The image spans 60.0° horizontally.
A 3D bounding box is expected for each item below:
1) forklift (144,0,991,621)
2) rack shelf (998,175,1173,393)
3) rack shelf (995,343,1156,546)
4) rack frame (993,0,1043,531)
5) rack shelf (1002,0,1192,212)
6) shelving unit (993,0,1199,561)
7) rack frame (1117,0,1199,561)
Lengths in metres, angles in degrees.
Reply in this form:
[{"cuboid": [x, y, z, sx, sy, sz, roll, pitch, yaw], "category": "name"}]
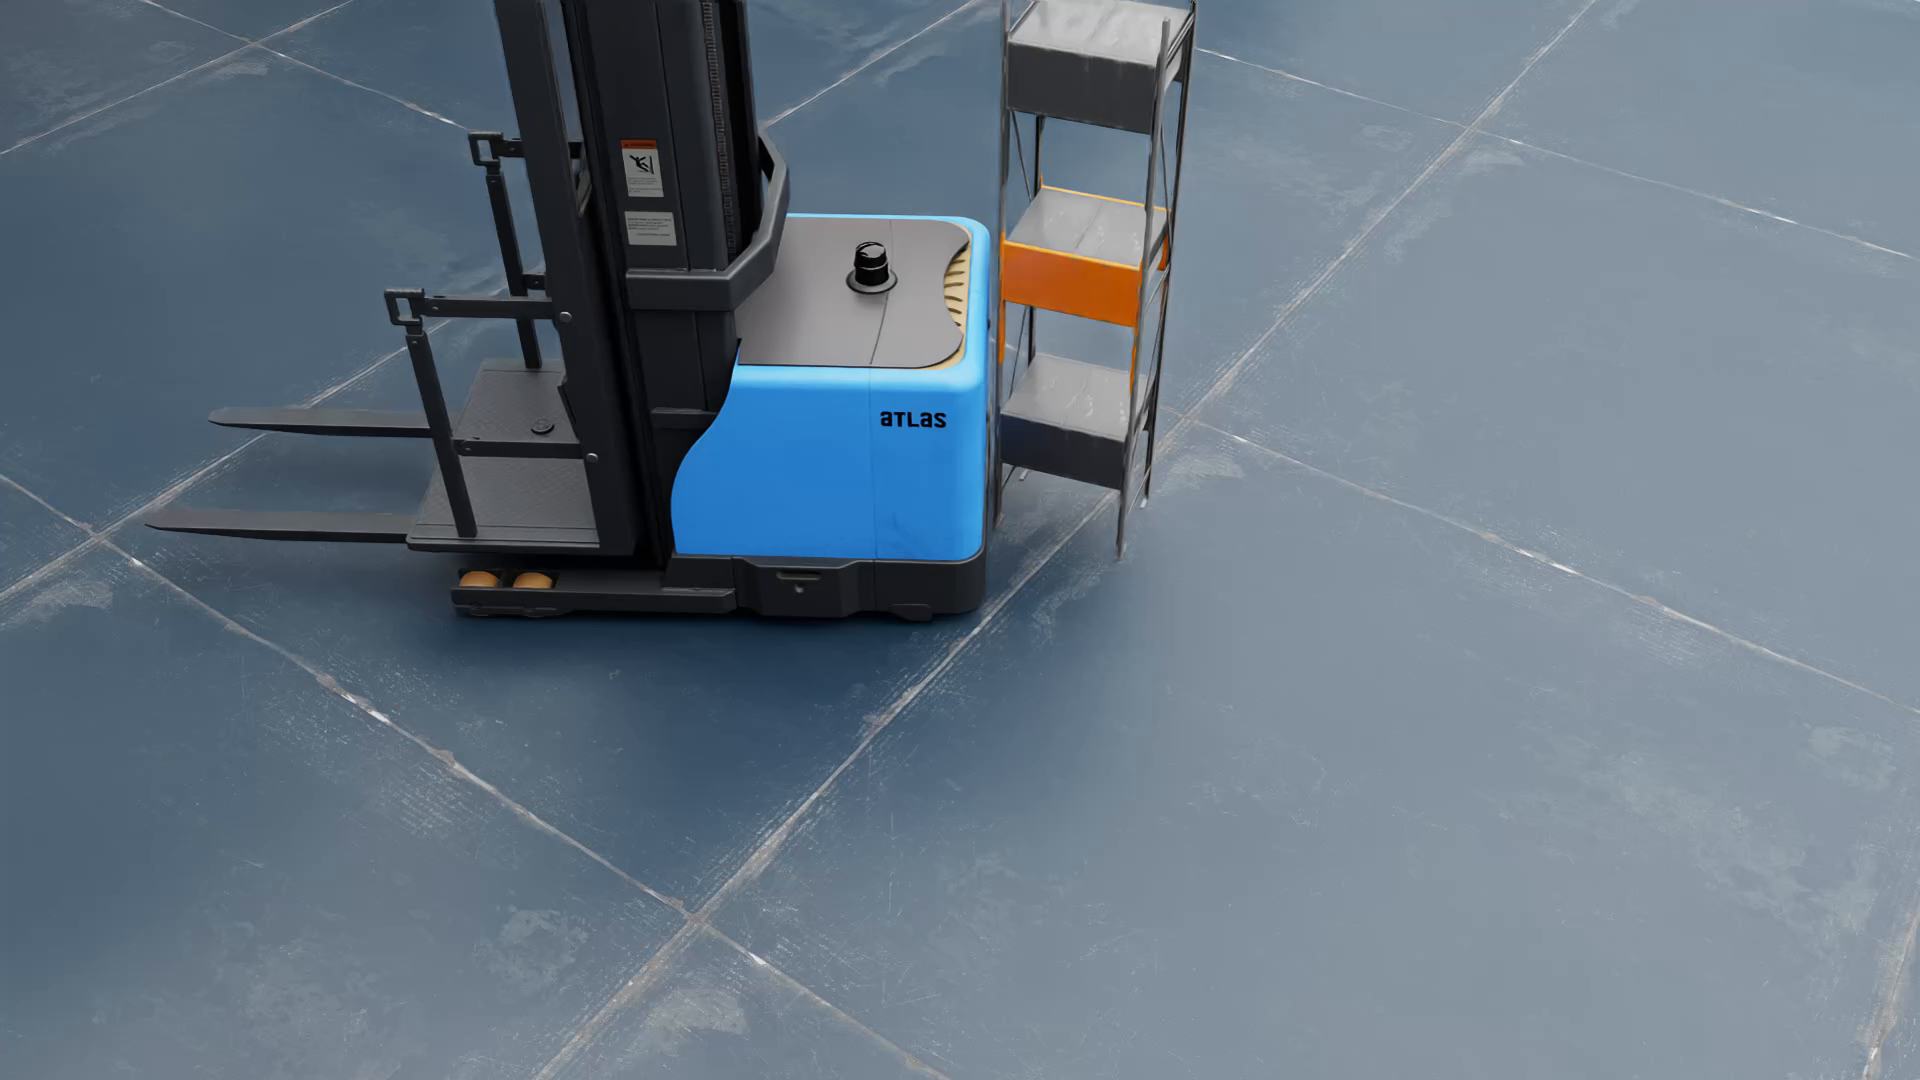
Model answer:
[{"cuboid": [-1.410, -1.166, 5.355, 3.031, 2.935, 1.130, 2, 42, 2], "category": "forklift"}, {"cuboid": [0.429, -0.877, 5.676, 0.480, 0.518, 0.431, 14, 44, 15], "category": "rack shelf"}, {"cuboid": [0.429, -0.355, 6.143, 0.480, 0.518, 0.431, 14, 44, 15], "category": "rack shelf"}, {"cuboid": [0.201, -0.944, 5.730, 0.015, 2.100, 0.400, 14, 44, 15], "category": "rack frame"}, {"cuboid": [0.429, -1.398, 5.209, 0.480, 0.518, 0.431, 14, 44, 15], "category": "rack shelf"}, {"cuboid": [0.429, -0.887, 5.667, 0.503, 2.100, 0.431, 14, 44, 15], "category": "shelving unit"}, {"cuboid": [0.658, -0.830, 5.603, 0.015, 2.100, 0.400, 14, 44, 15], "category": "rack frame"}]
